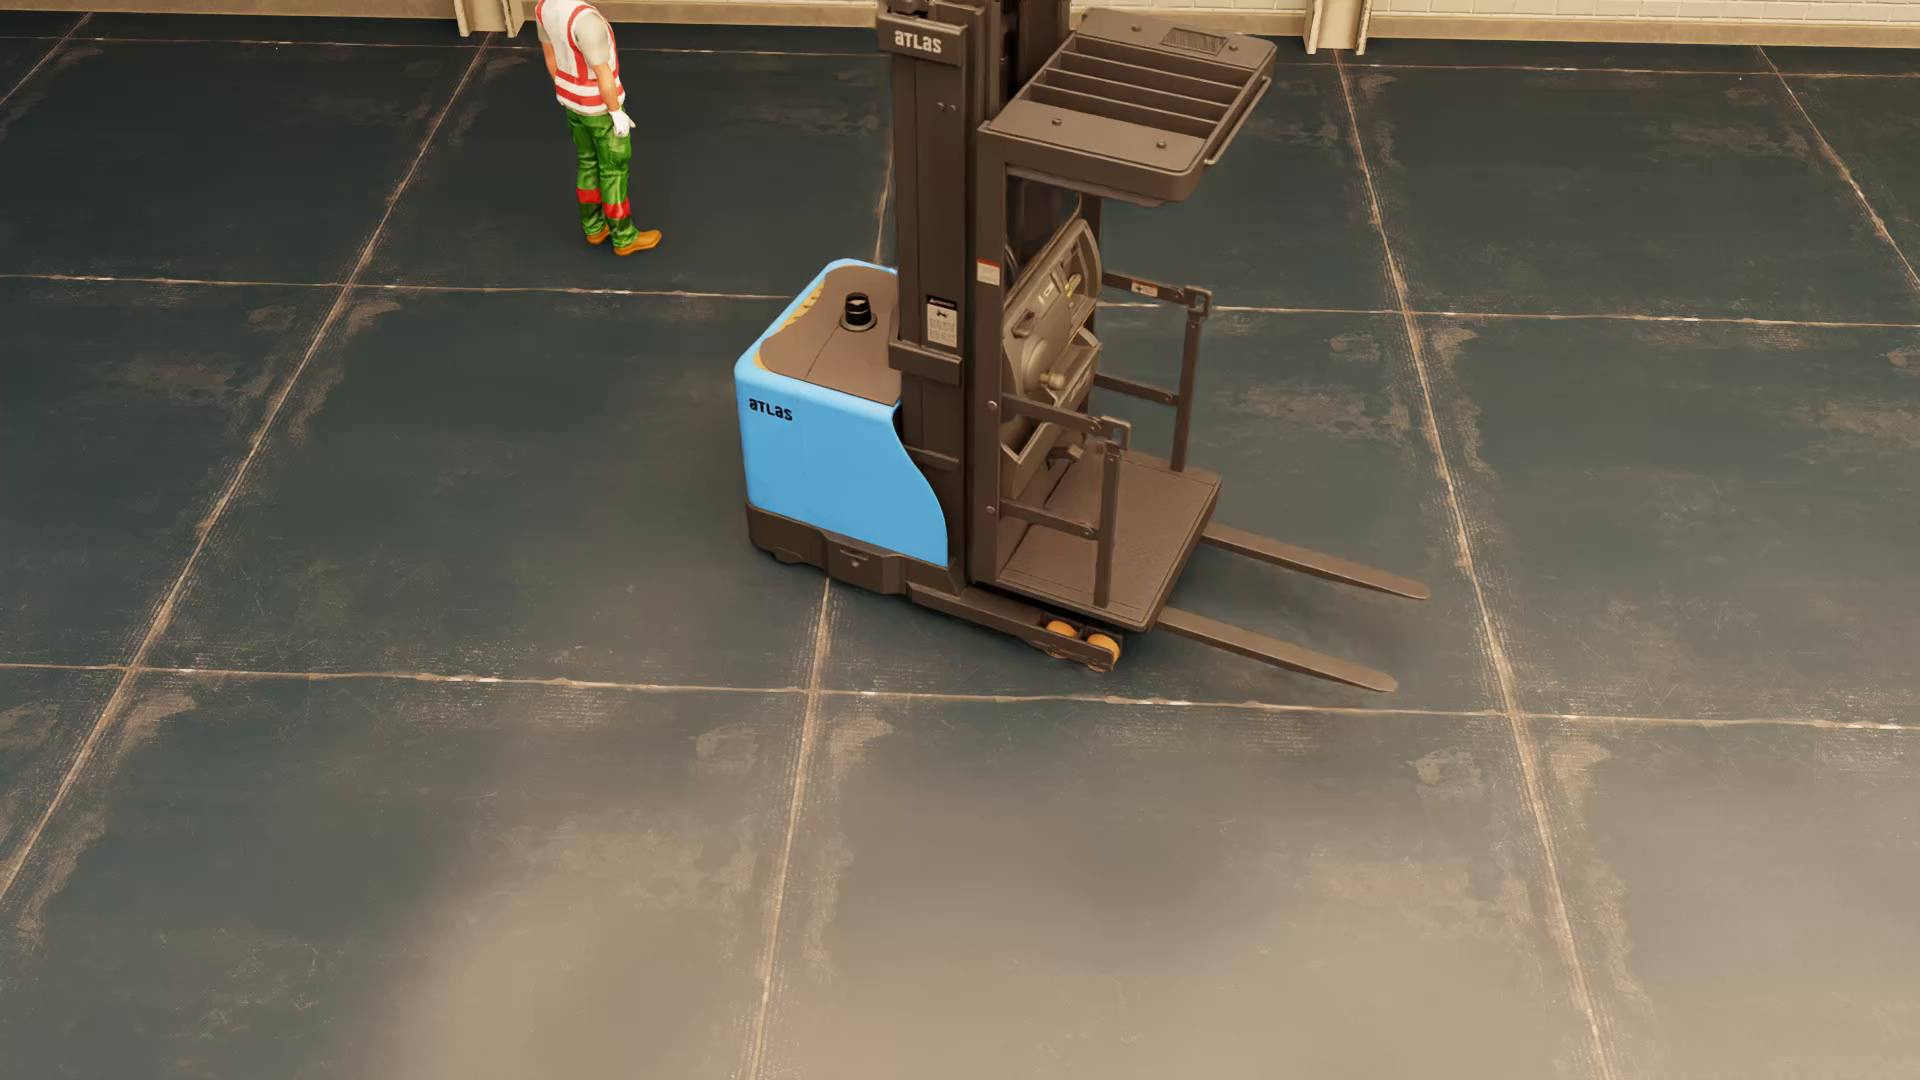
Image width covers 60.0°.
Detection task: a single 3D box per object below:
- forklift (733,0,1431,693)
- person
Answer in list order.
[{"bbox_3d":[0.564,-0.917,6.747,3.031,2.935,1.130,17,45,18],"label":"forklift"},{"bbox_3d":[-2.030,-2.446,9.268,0.570,1.795,0.359,32,51,30],"label":"person"}]
